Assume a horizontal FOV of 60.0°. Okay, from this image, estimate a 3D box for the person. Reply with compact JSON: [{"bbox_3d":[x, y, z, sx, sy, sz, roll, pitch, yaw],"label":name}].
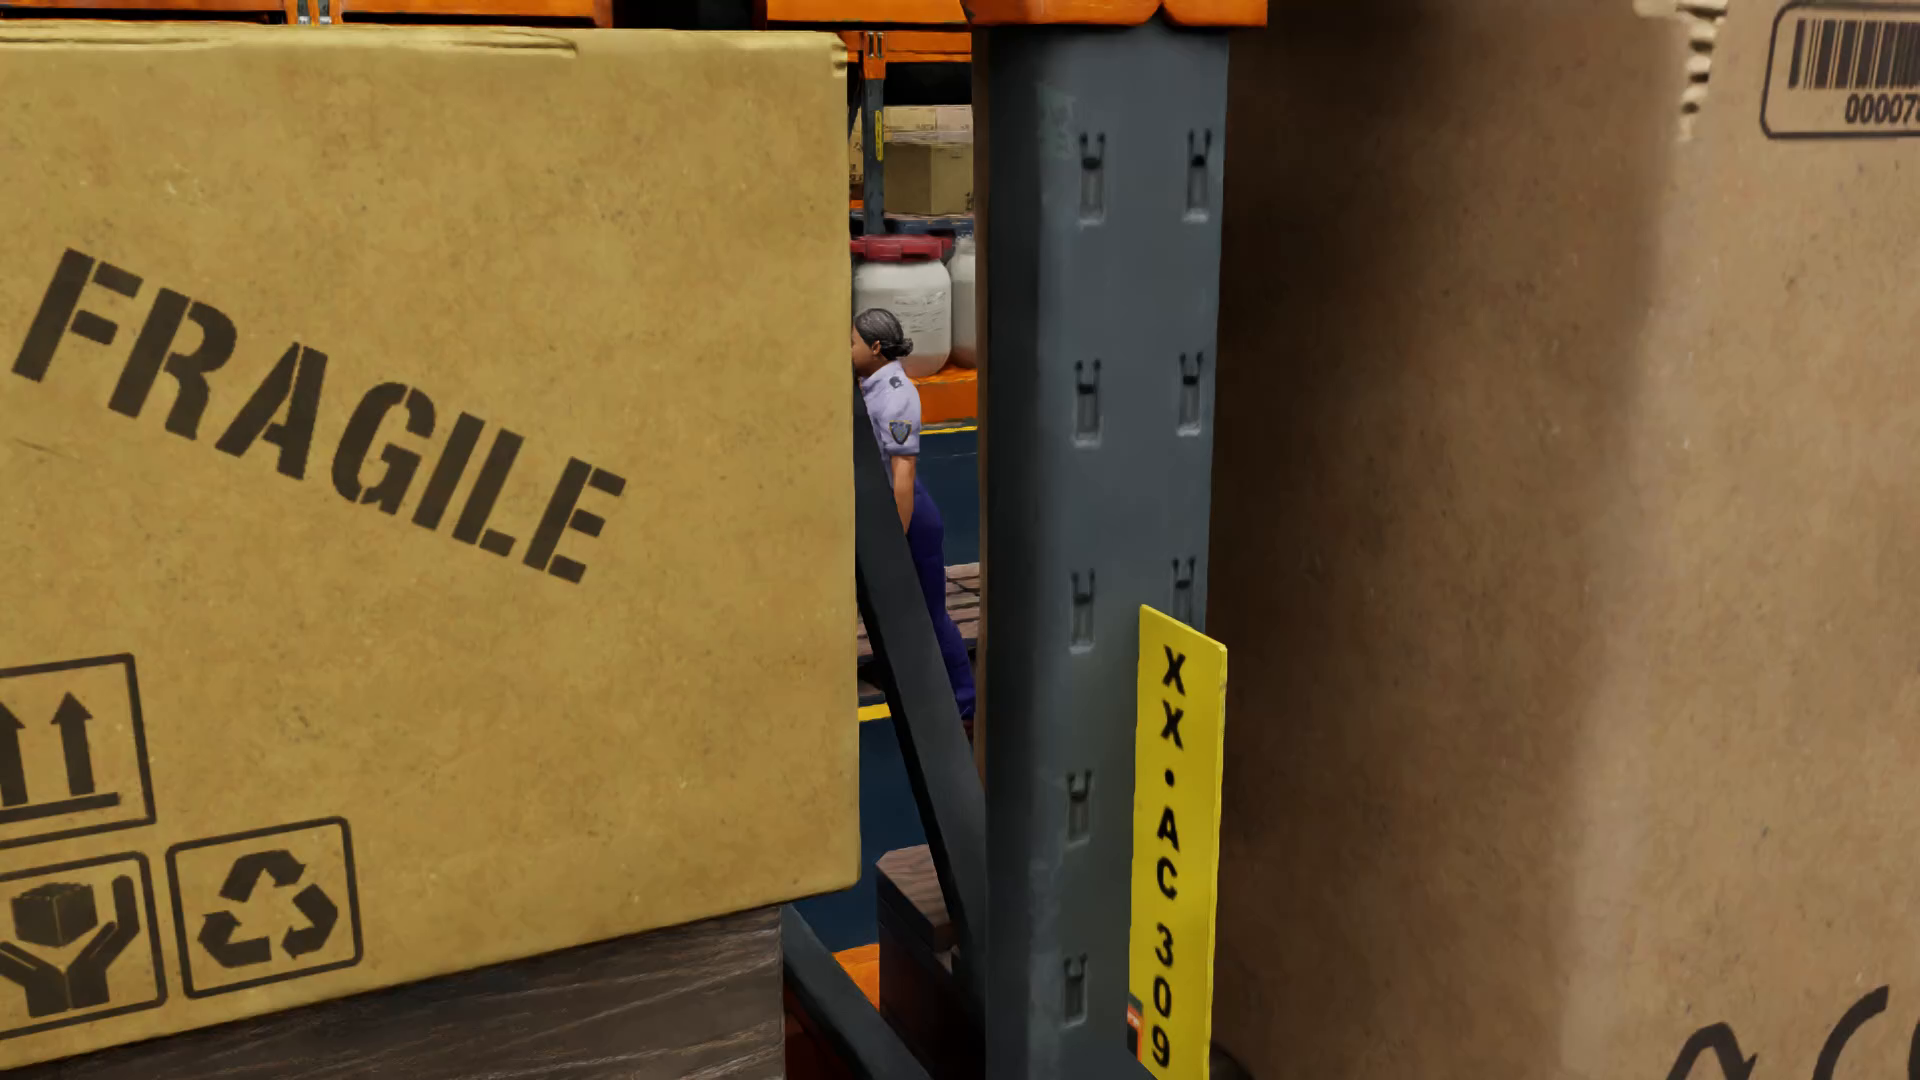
[{"bbox_3d":[-0.336,-0.070,6.290,0.755,1.617,0.648,-4,16,-15],"label":"person"}]
